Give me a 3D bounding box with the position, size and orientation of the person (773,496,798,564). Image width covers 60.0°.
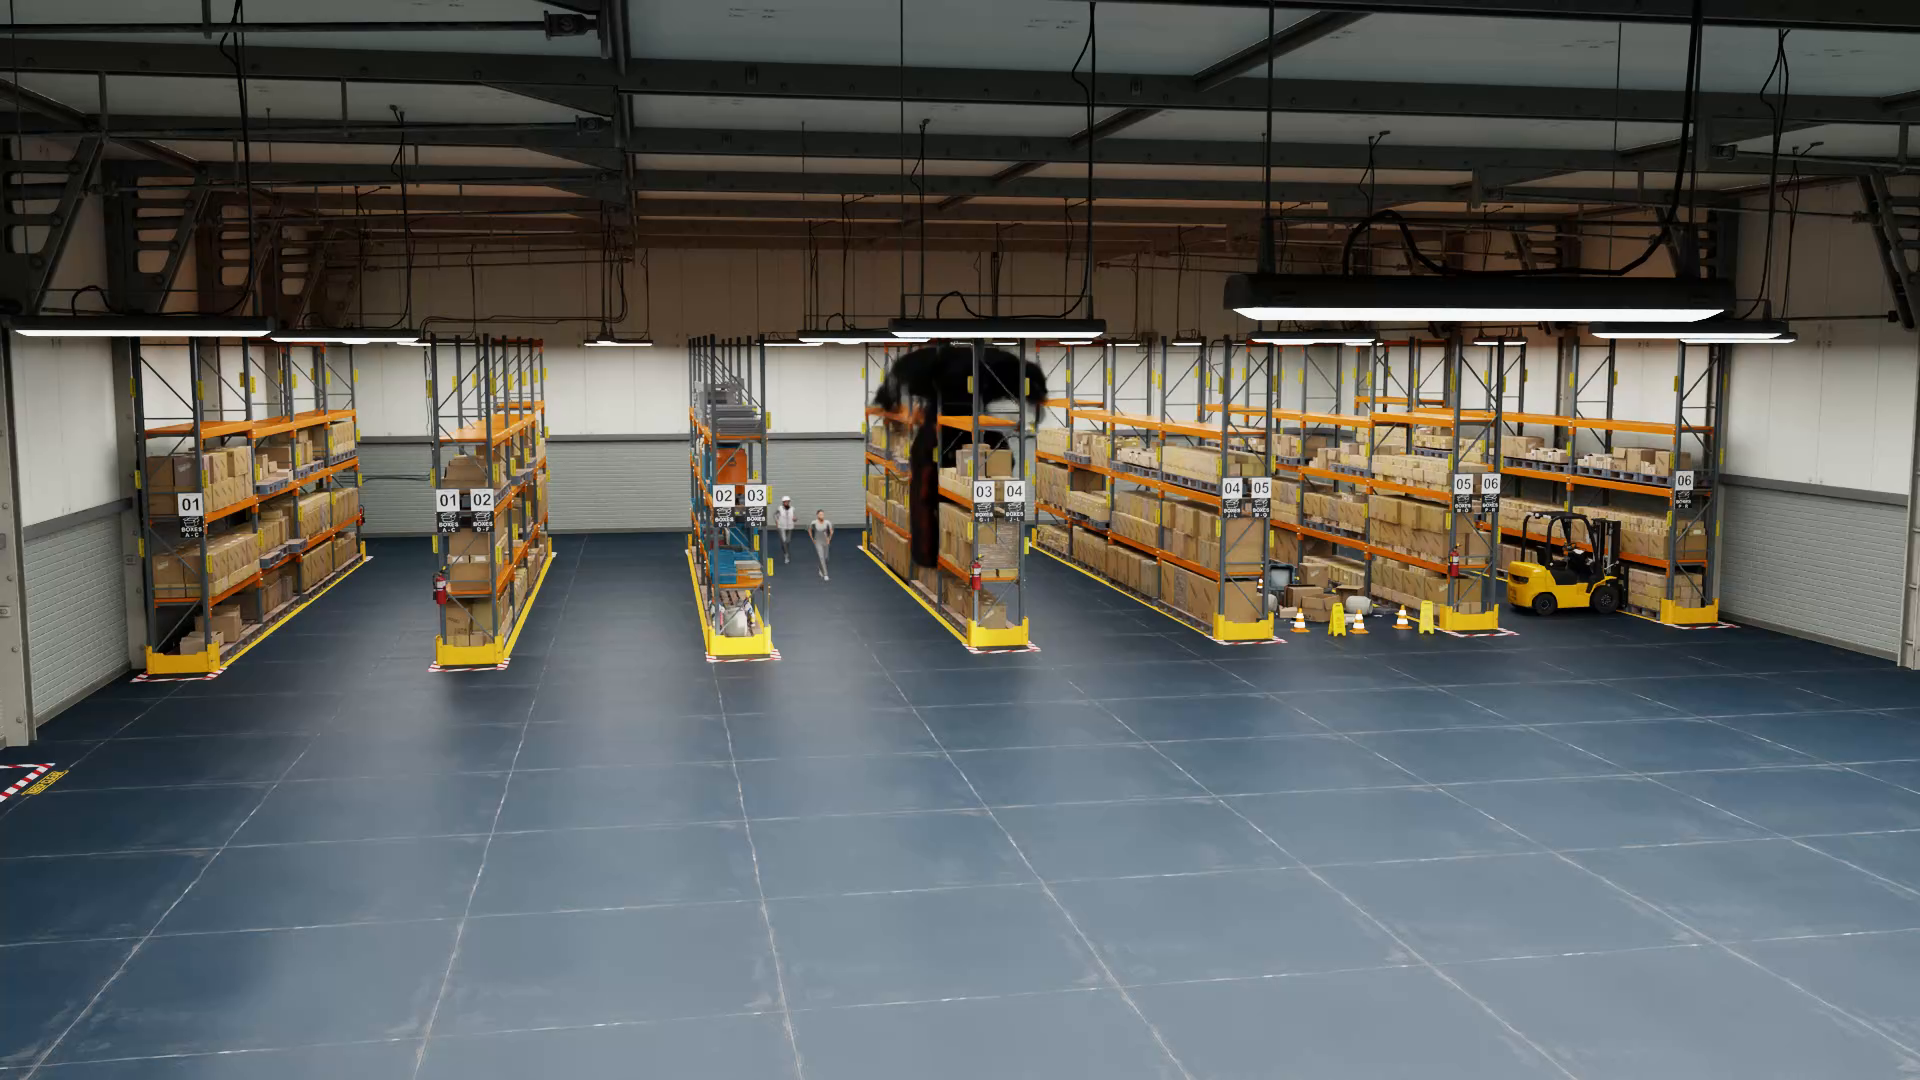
[{"bbox_3d":[-4.711,-0.303,44.979,0.612,1.803,0.926,-3,7,-24],"label":"person"}]

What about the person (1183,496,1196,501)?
[{"bbox_3d":[7.179,-0.956,50.820,0.737,1.841,0.670,0,7,0],"label":"person"}]

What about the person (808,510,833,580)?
[{"bbox_3d":[-3.301,0.102,39.518,0.589,1.656,0.707,-1,7,-13],"label":"person"}]

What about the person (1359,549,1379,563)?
[{"bbox_3d":[10.711,-0.091,43.259,0.662,1.821,0.964,-1,7,-9],"label":"person"}]
